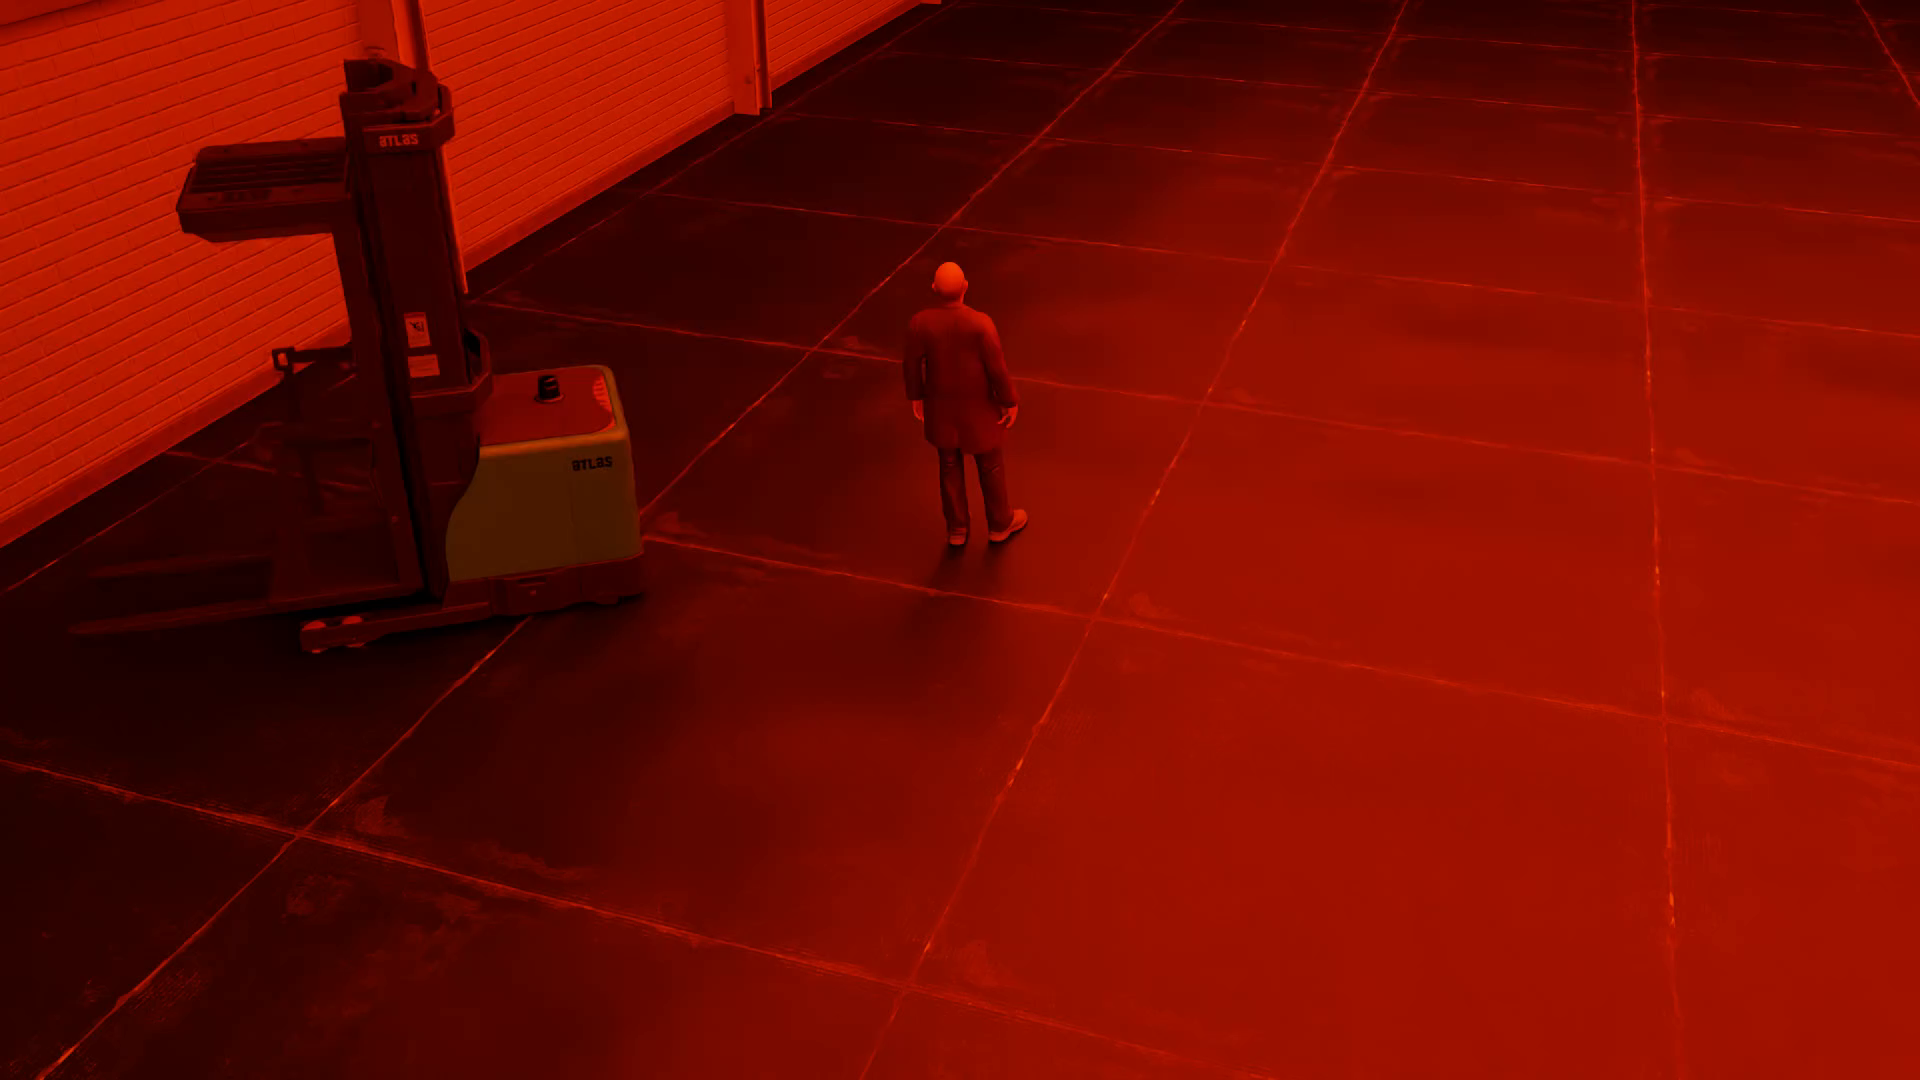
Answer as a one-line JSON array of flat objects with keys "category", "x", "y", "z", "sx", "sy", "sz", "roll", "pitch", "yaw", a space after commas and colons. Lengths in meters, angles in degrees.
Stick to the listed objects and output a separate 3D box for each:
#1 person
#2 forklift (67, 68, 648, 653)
[{"category": "person", "x": 0.041, "y": -0.825, "z": 9.733, "sx": 0.649, "sy": 1.776, "sz": 0.561, "roll": 10, "pitch": 31, "yaw": 16}, {"category": "forklift", "x": -3.355, "y": -0.925, "z": 8.824, "sx": 3.031, "sy": 2.867, "sz": 1.129, "roll": -8, "pitch": 31, "yaw": -14}]
